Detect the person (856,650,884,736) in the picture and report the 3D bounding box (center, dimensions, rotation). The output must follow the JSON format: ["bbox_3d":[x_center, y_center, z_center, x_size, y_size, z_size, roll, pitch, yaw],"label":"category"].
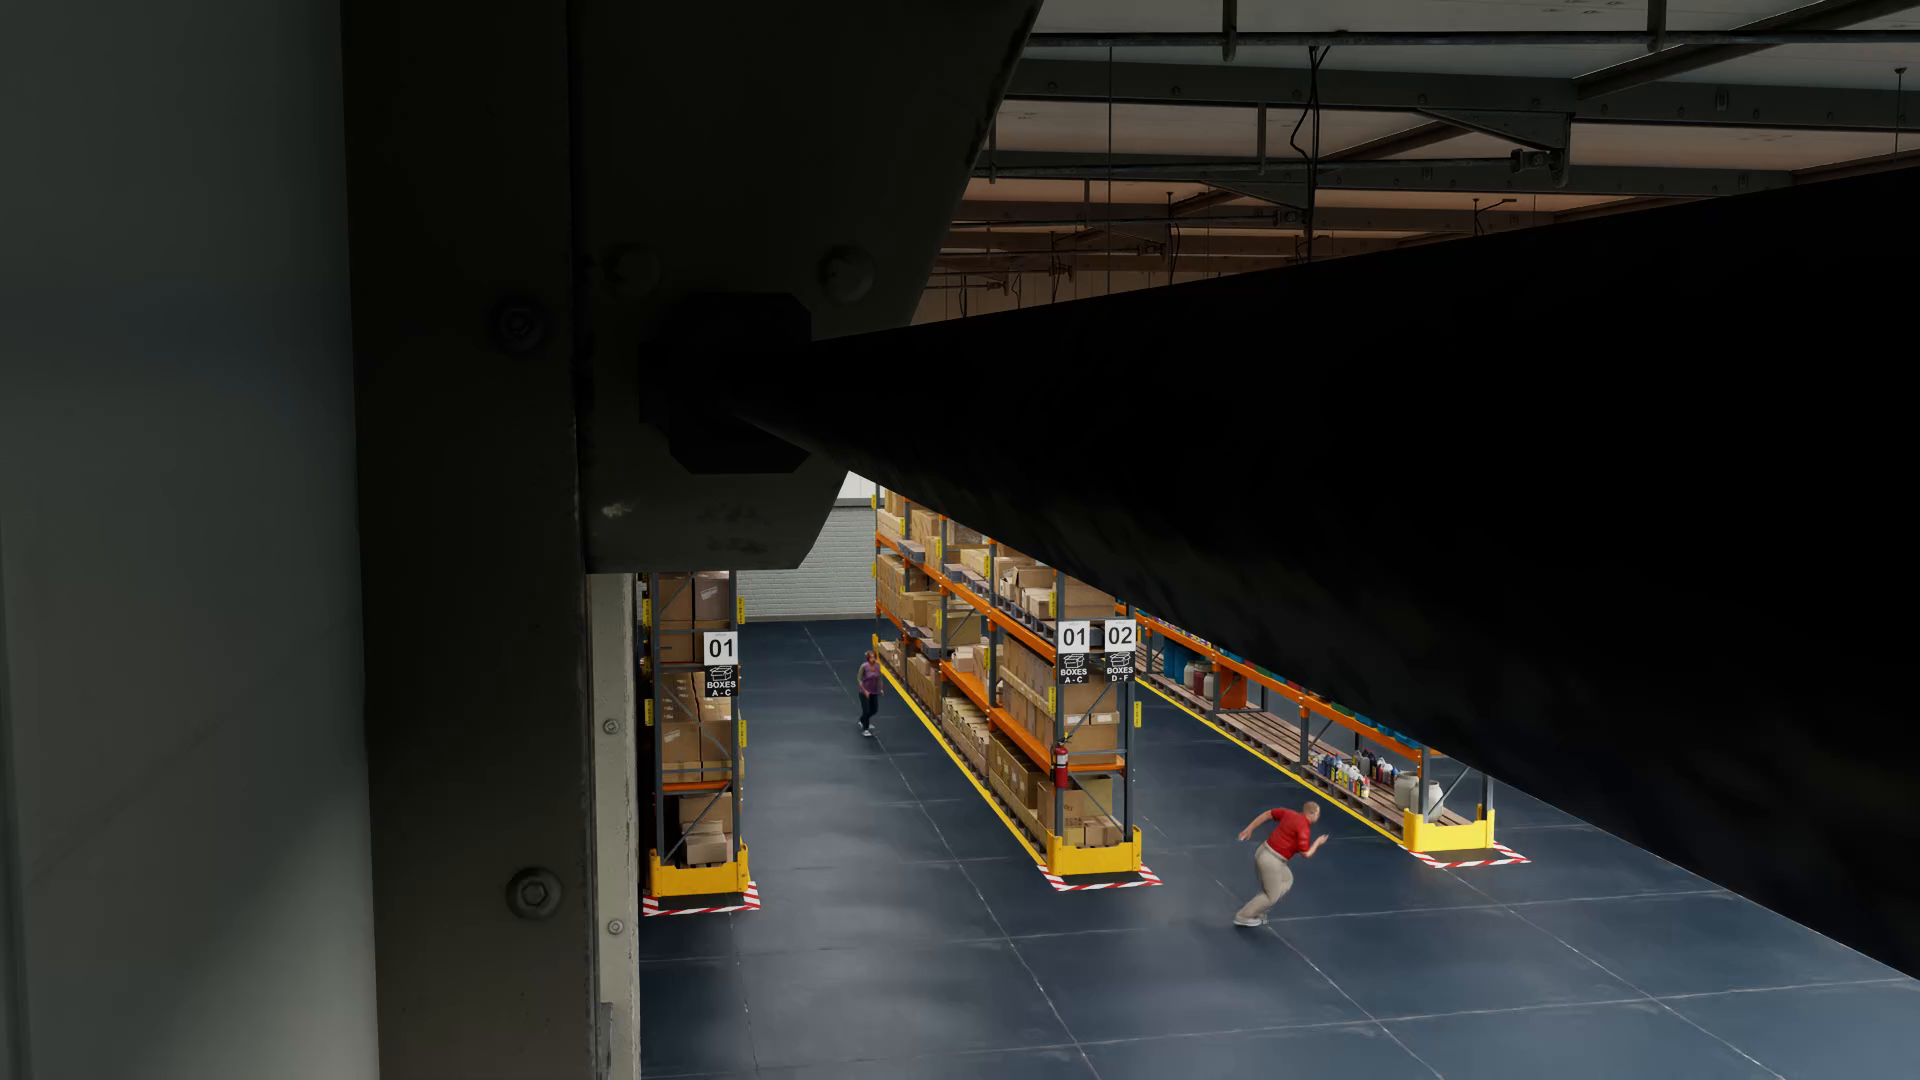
[{"bbox_3d":[-1.612,2.621,28.756,0.514,1.518,0.693,-4,7,-34],"label":"person"}]

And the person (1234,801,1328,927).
[{"bbox_3d":[3.635,3.680,18.833,1.044,1.469,0.646,-1,6,-7],"label":"person"}]
